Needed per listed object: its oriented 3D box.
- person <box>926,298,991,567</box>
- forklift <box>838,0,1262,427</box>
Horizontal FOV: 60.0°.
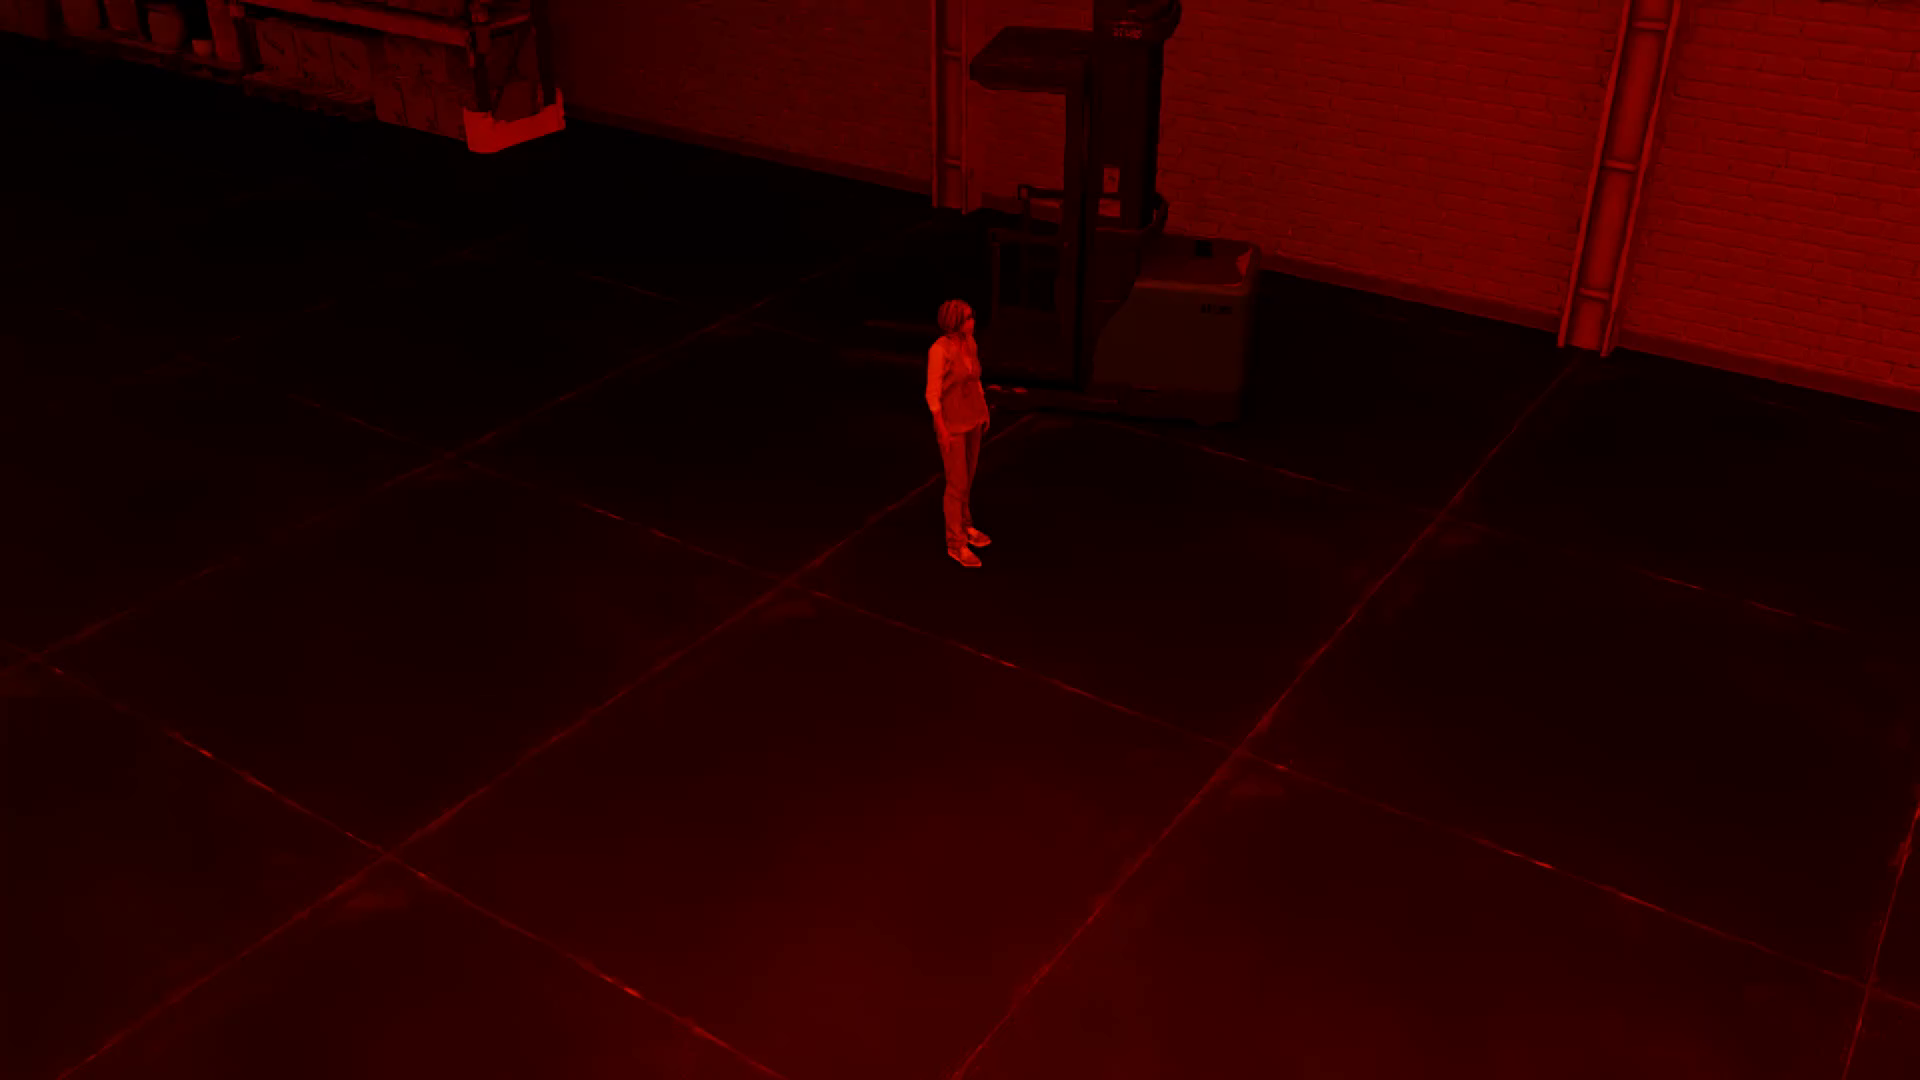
[{"bbox_3d":[0.054,-0.670,10.050,0.474,1.597,0.521,19,35,29],"label":"person"},{"bbox_3d":[0.631,-2.458,11.815,3.031,2.935,1.130,7,31,12],"label":"forklift"}]
